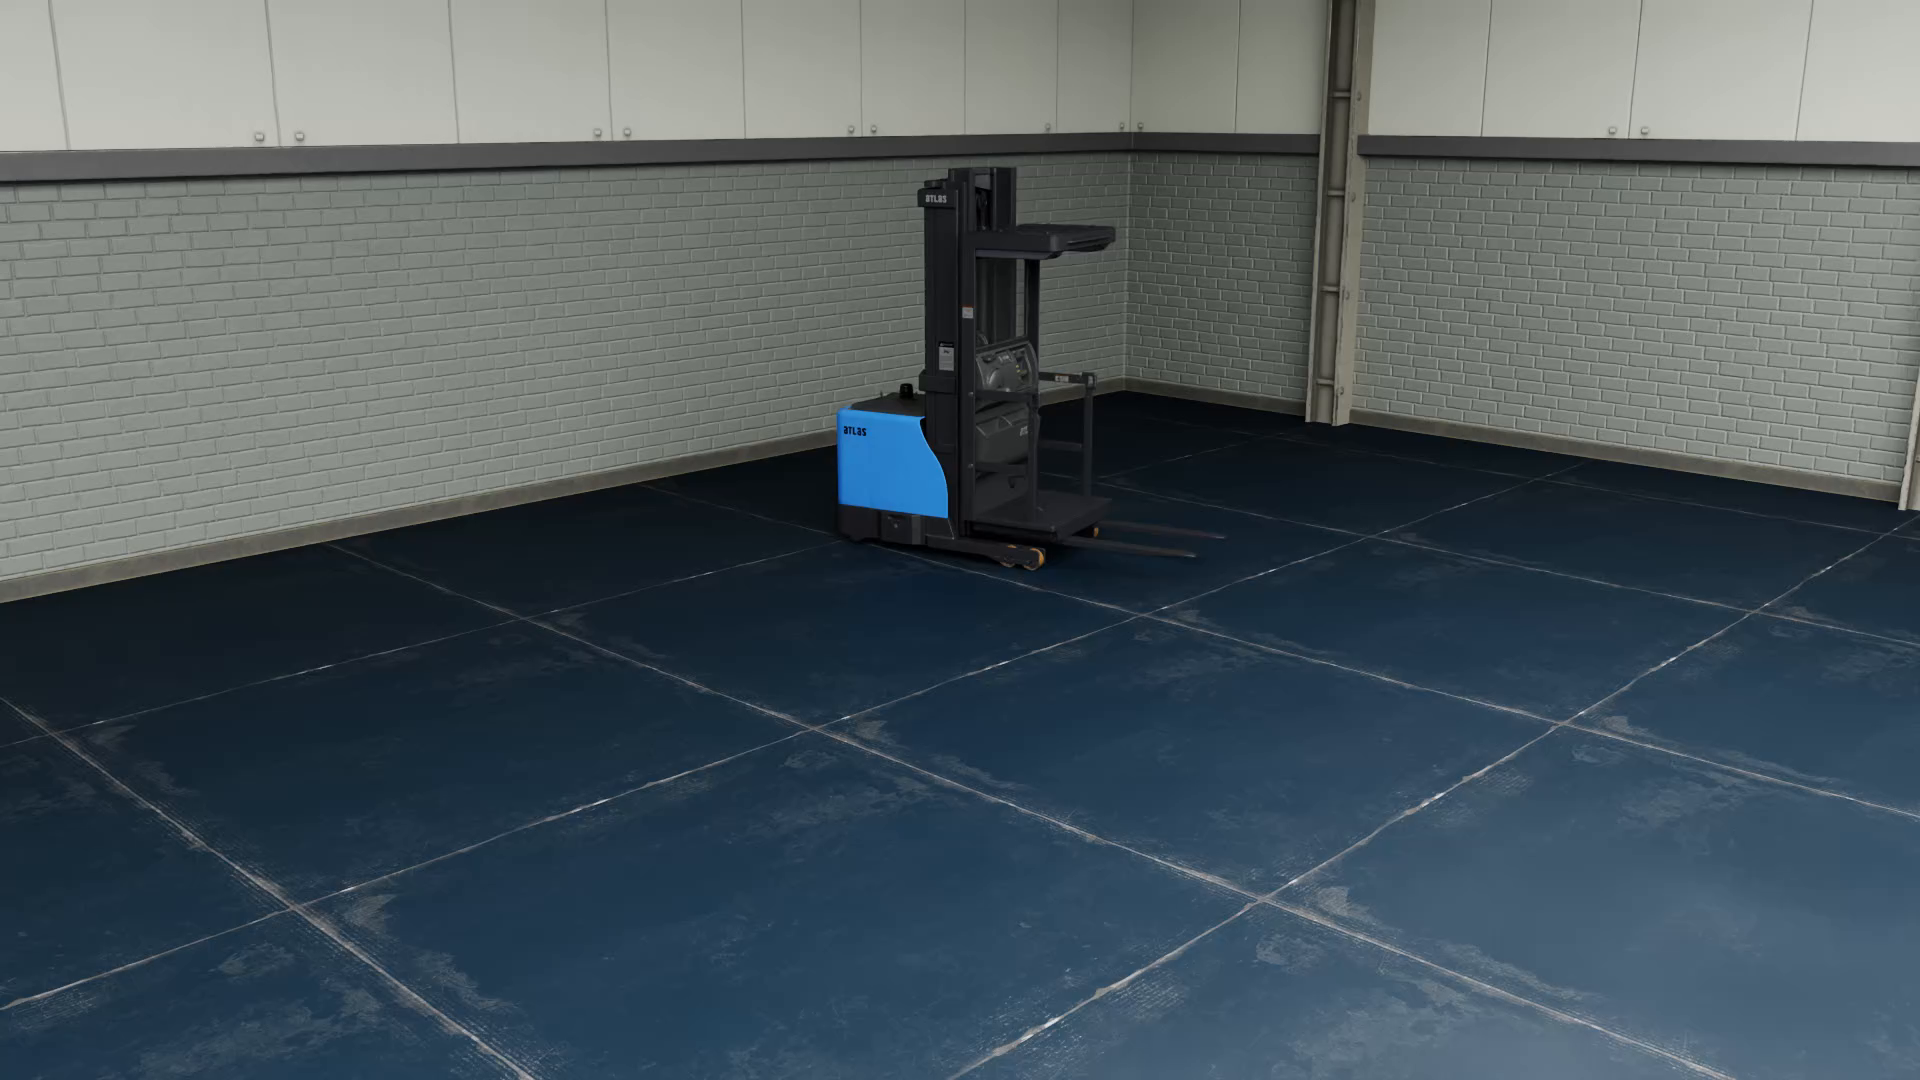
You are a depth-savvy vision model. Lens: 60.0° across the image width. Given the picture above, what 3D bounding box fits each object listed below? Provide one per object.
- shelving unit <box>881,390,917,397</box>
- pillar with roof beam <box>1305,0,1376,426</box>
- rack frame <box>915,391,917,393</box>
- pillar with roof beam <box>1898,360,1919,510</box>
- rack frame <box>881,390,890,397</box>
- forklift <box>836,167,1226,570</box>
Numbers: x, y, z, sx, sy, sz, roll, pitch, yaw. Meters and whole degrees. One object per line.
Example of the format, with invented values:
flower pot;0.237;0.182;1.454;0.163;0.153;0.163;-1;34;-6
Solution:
shelving unit;-0.519;-0.757;14.248;0.252;1.050;0.215;-6;15;-23
pillar with roof beam;1.094;-4.883;14.327;0.400;9.000;9.100;14;20;42
rack frame;-0.407;-0.769;14.295;0.008;1.050;0.200;-6;15;-23
pillar with roof beam;5.413;-3.833;10.297;0.400;9.000;9.100;14;20;42
rack frame;-0.631;-0.745;14.201;0.008;1.050;0.200;-6;15;-23
forklift;0.545;-1.342;12.769;3.031;2.935;1.130;8;17;28
